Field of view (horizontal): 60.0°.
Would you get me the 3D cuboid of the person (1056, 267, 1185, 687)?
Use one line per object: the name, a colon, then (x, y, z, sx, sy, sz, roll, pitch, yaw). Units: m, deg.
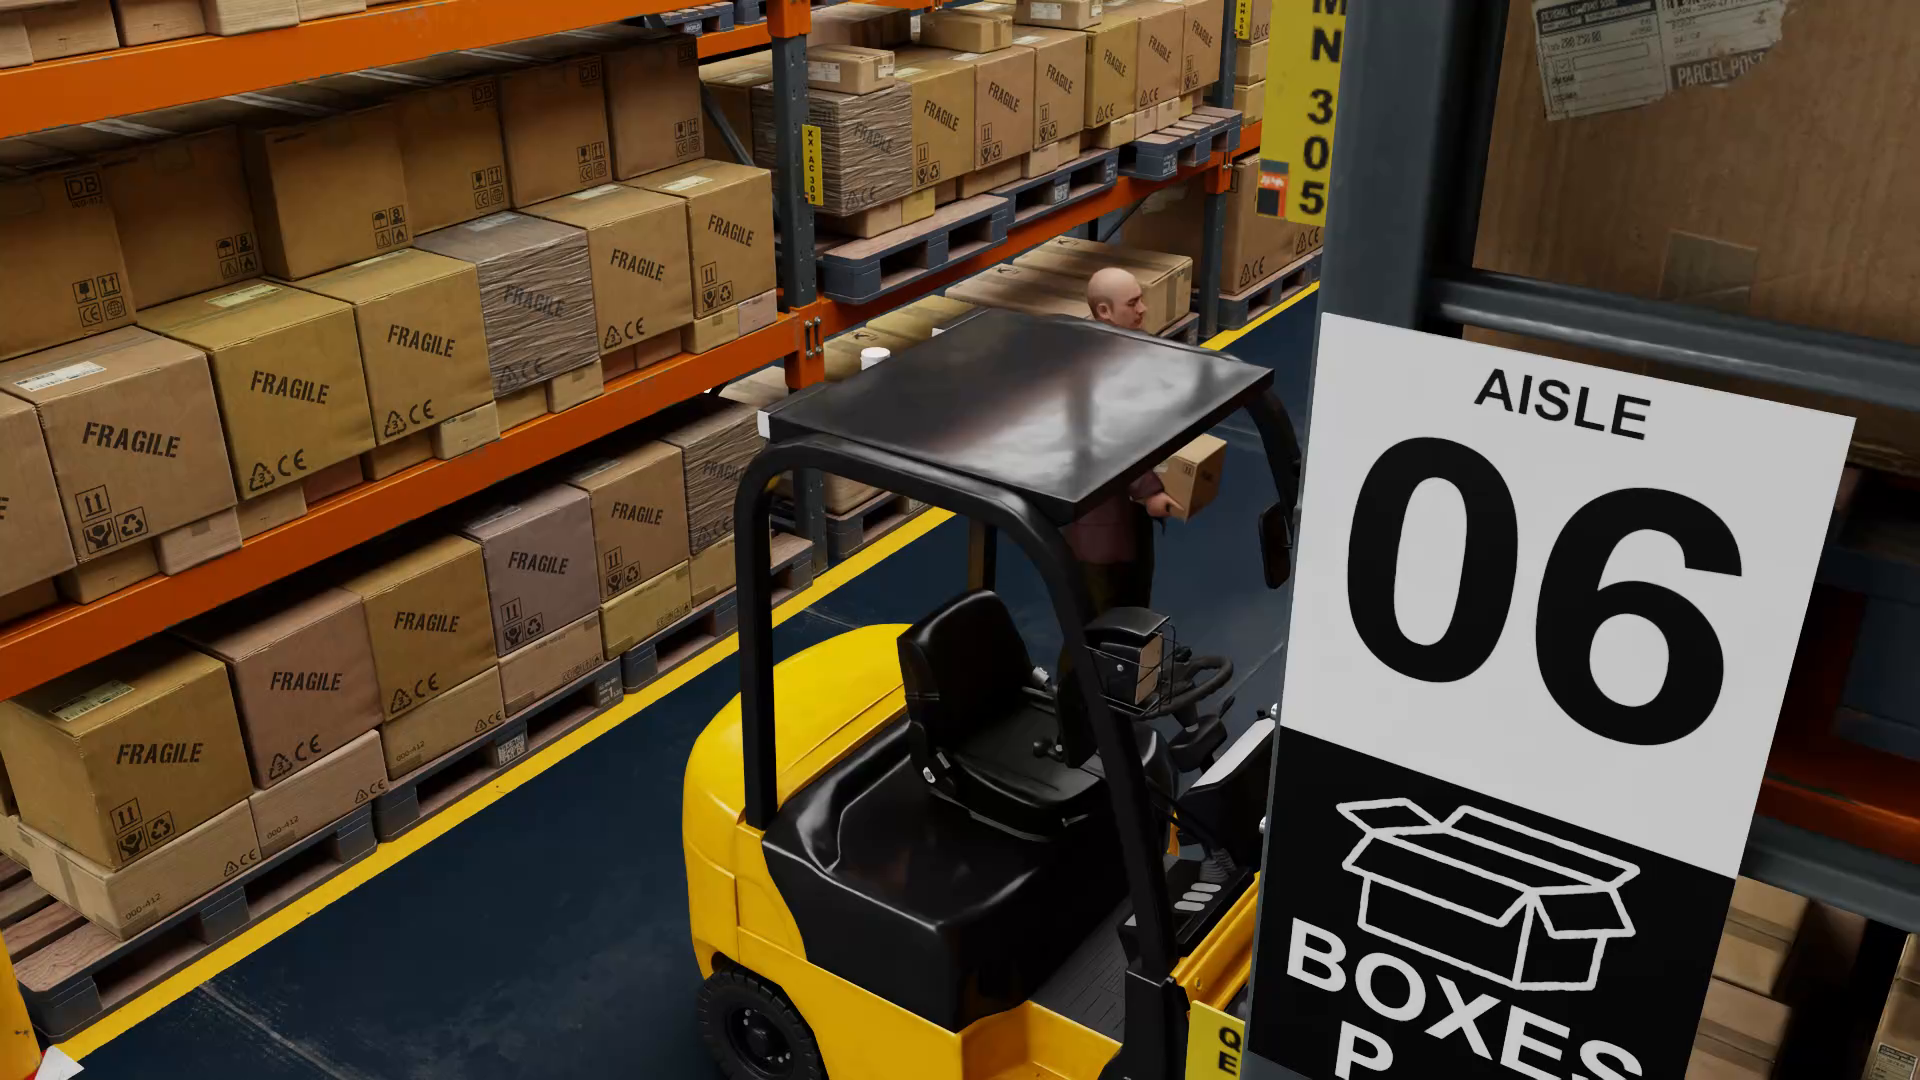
person: (0.685, -0.169, 6.474, 0.553, 1.779, 0.524, 17, 31, 30)
